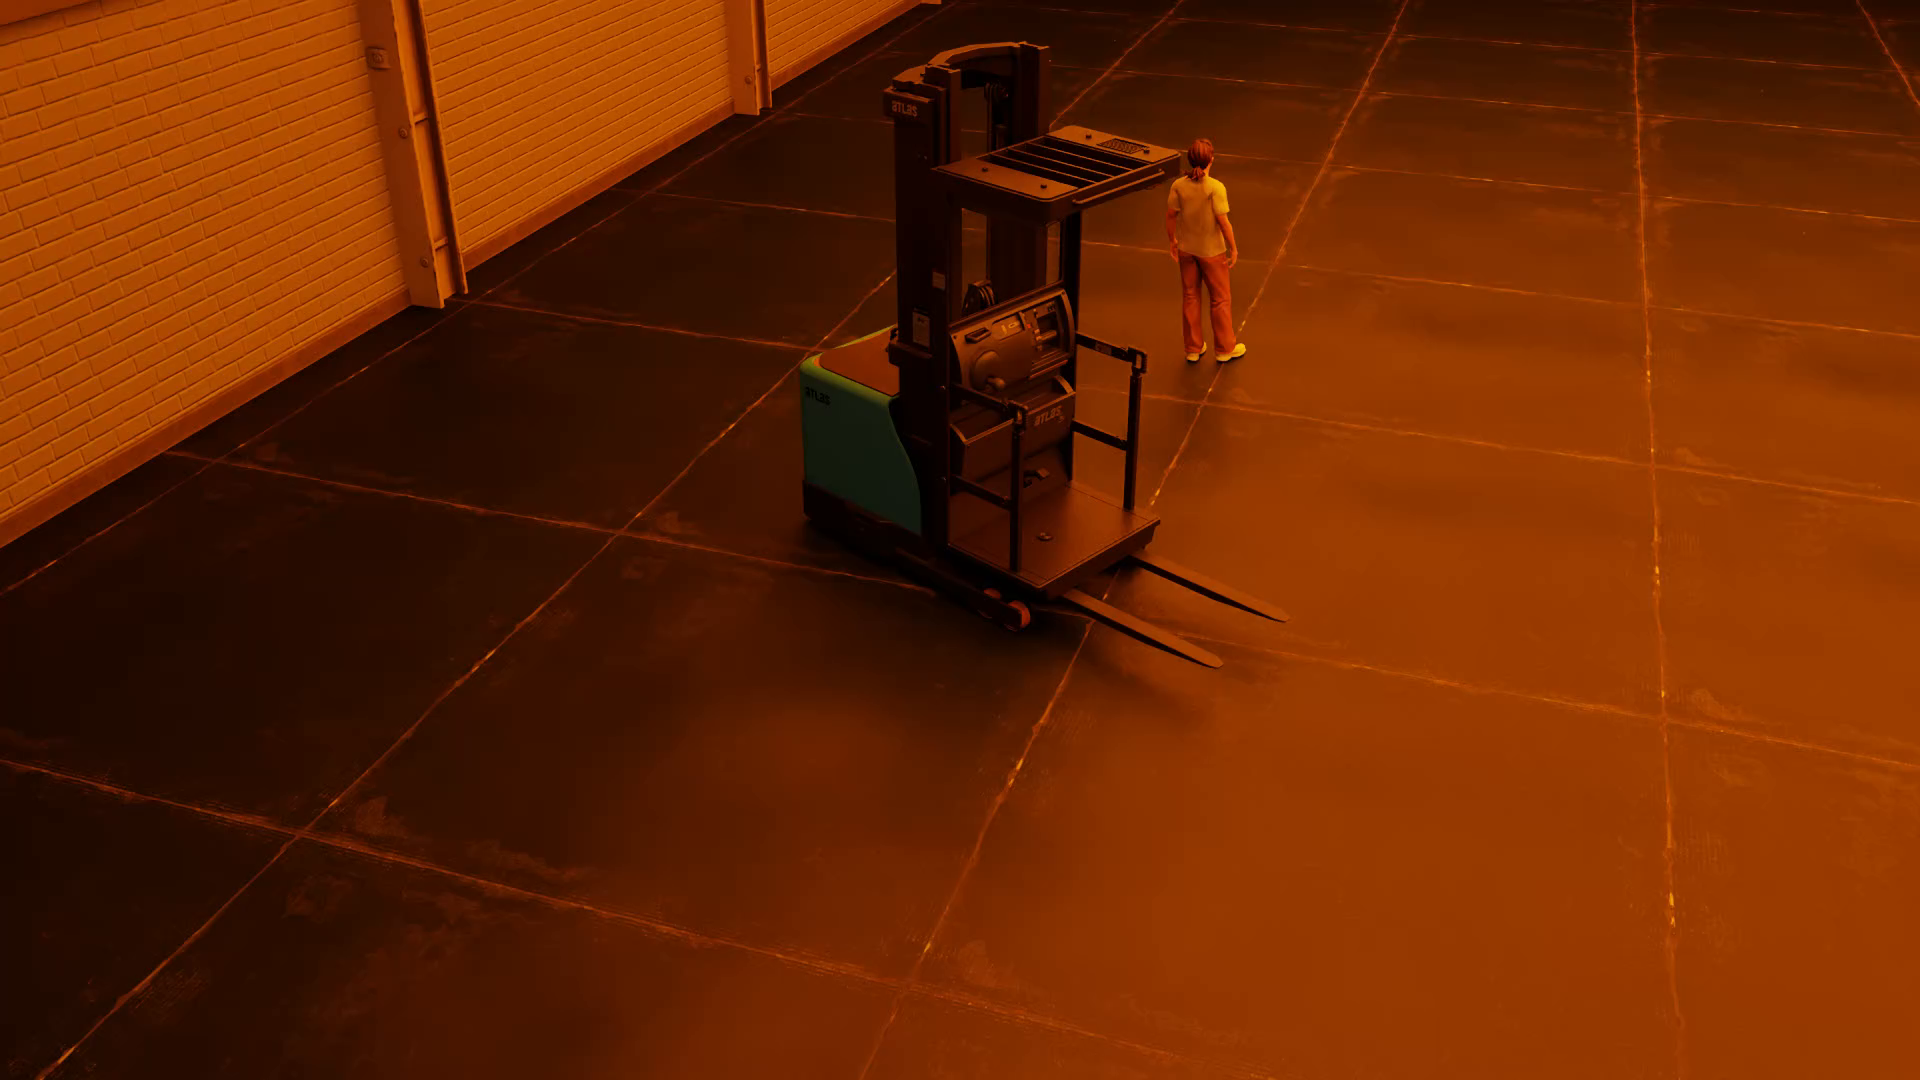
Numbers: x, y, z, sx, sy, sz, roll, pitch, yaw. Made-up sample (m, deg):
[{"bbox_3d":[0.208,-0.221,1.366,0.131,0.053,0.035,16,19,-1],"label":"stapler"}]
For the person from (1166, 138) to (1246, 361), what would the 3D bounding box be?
[{"bbox_3d":[1.798,-2.113,12.108,0.555,1.663,0.533,19,35,29],"label":"person"}]

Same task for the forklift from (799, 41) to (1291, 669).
[{"bbox_3d":[0.450,-1.061,8.998,3.031,2.935,1.130,25,38,37],"label":"forklift"}]
